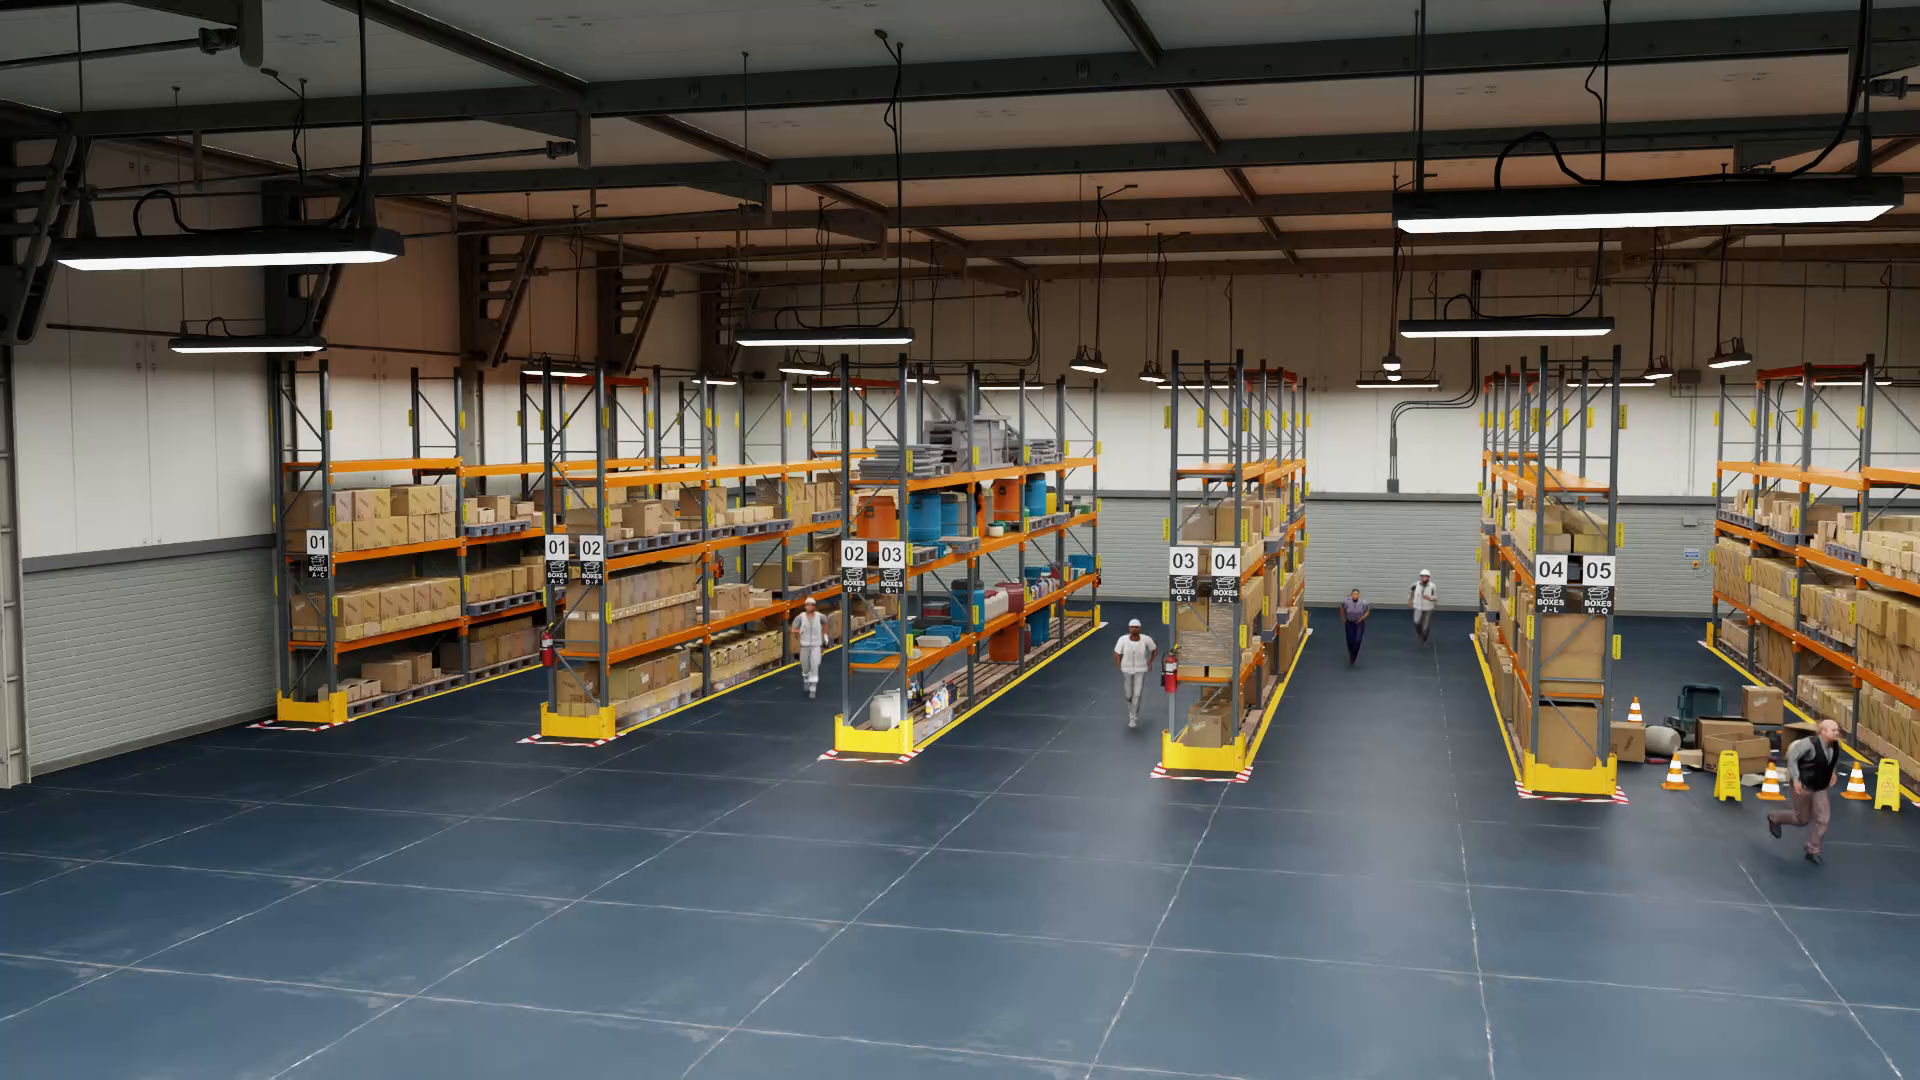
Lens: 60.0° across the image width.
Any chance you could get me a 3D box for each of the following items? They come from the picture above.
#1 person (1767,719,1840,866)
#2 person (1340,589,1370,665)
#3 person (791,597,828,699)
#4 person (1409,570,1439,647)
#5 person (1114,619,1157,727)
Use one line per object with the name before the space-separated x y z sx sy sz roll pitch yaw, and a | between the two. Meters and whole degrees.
person | 9.672 2.831 19.053 0.662 1.672 0.896 -2 4 -23
person | 8.135 1.777 34.264 0.599 1.587 0.703 1 4 10
person | -2.713 1.919 30.035 0.667 1.782 0.961 0 4 -5
person | 10.134 1.498 36.414 0.688 1.723 0.774 2 5 25
person | 2.895 2.175 27.483 0.709 1.762 0.825 1 4 11
